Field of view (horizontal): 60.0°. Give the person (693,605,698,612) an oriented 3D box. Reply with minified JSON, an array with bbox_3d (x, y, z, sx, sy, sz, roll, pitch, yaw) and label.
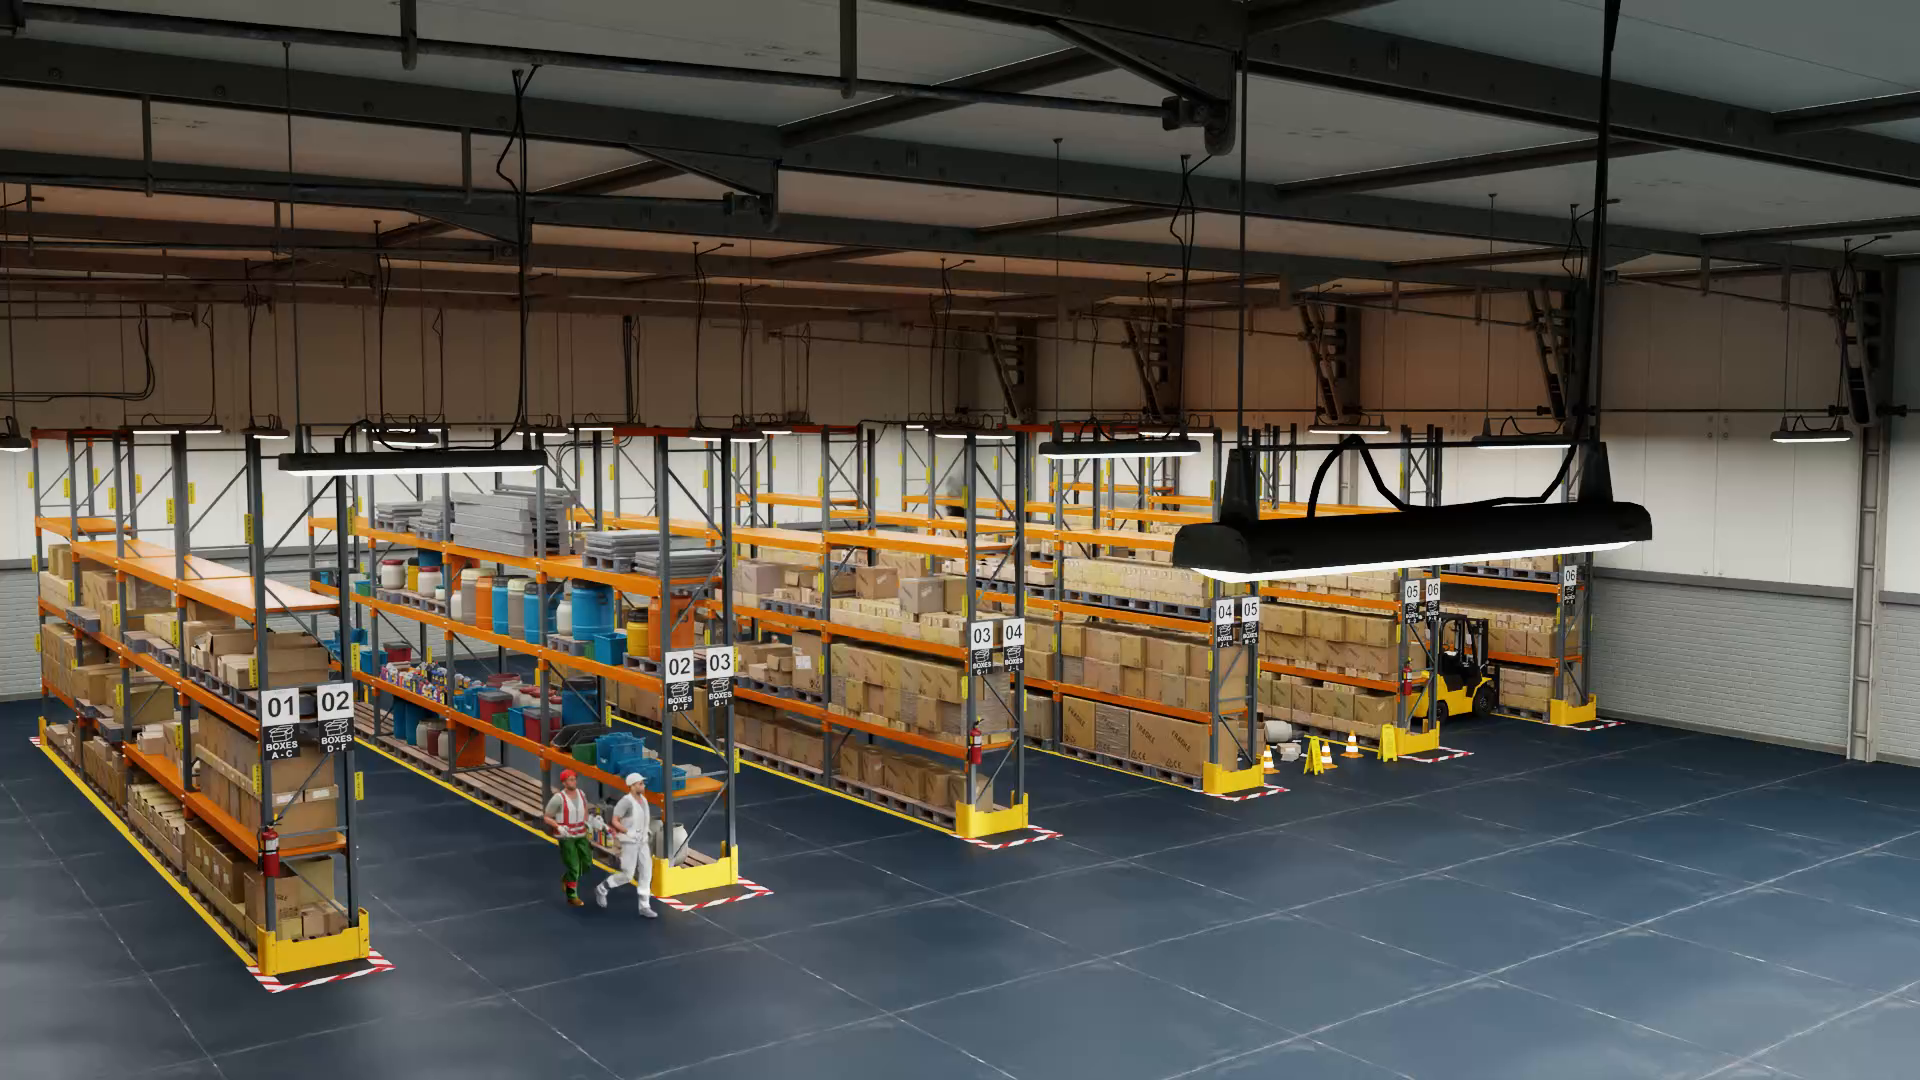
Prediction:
[{"bbox_3d":[-6.567,2.332,40.215,0.774,1.692,0.743,2,5,24],"label":"person"}]

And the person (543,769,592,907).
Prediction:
[{"bbox_3d":[-4.990,3.788,21.267,0.594,1.744,0.664,4,6,39],"label":"person"}]

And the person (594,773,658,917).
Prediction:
[{"bbox_3d":[-4.088,3.808,20.933,0.928,1.741,0.718,2,5,25],"label":"person"}]

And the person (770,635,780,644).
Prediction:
[{"bbox_3d":[-3.792,2.822,33.932,0.814,1.767,0.627,4,6,45],"label":"person"}]
